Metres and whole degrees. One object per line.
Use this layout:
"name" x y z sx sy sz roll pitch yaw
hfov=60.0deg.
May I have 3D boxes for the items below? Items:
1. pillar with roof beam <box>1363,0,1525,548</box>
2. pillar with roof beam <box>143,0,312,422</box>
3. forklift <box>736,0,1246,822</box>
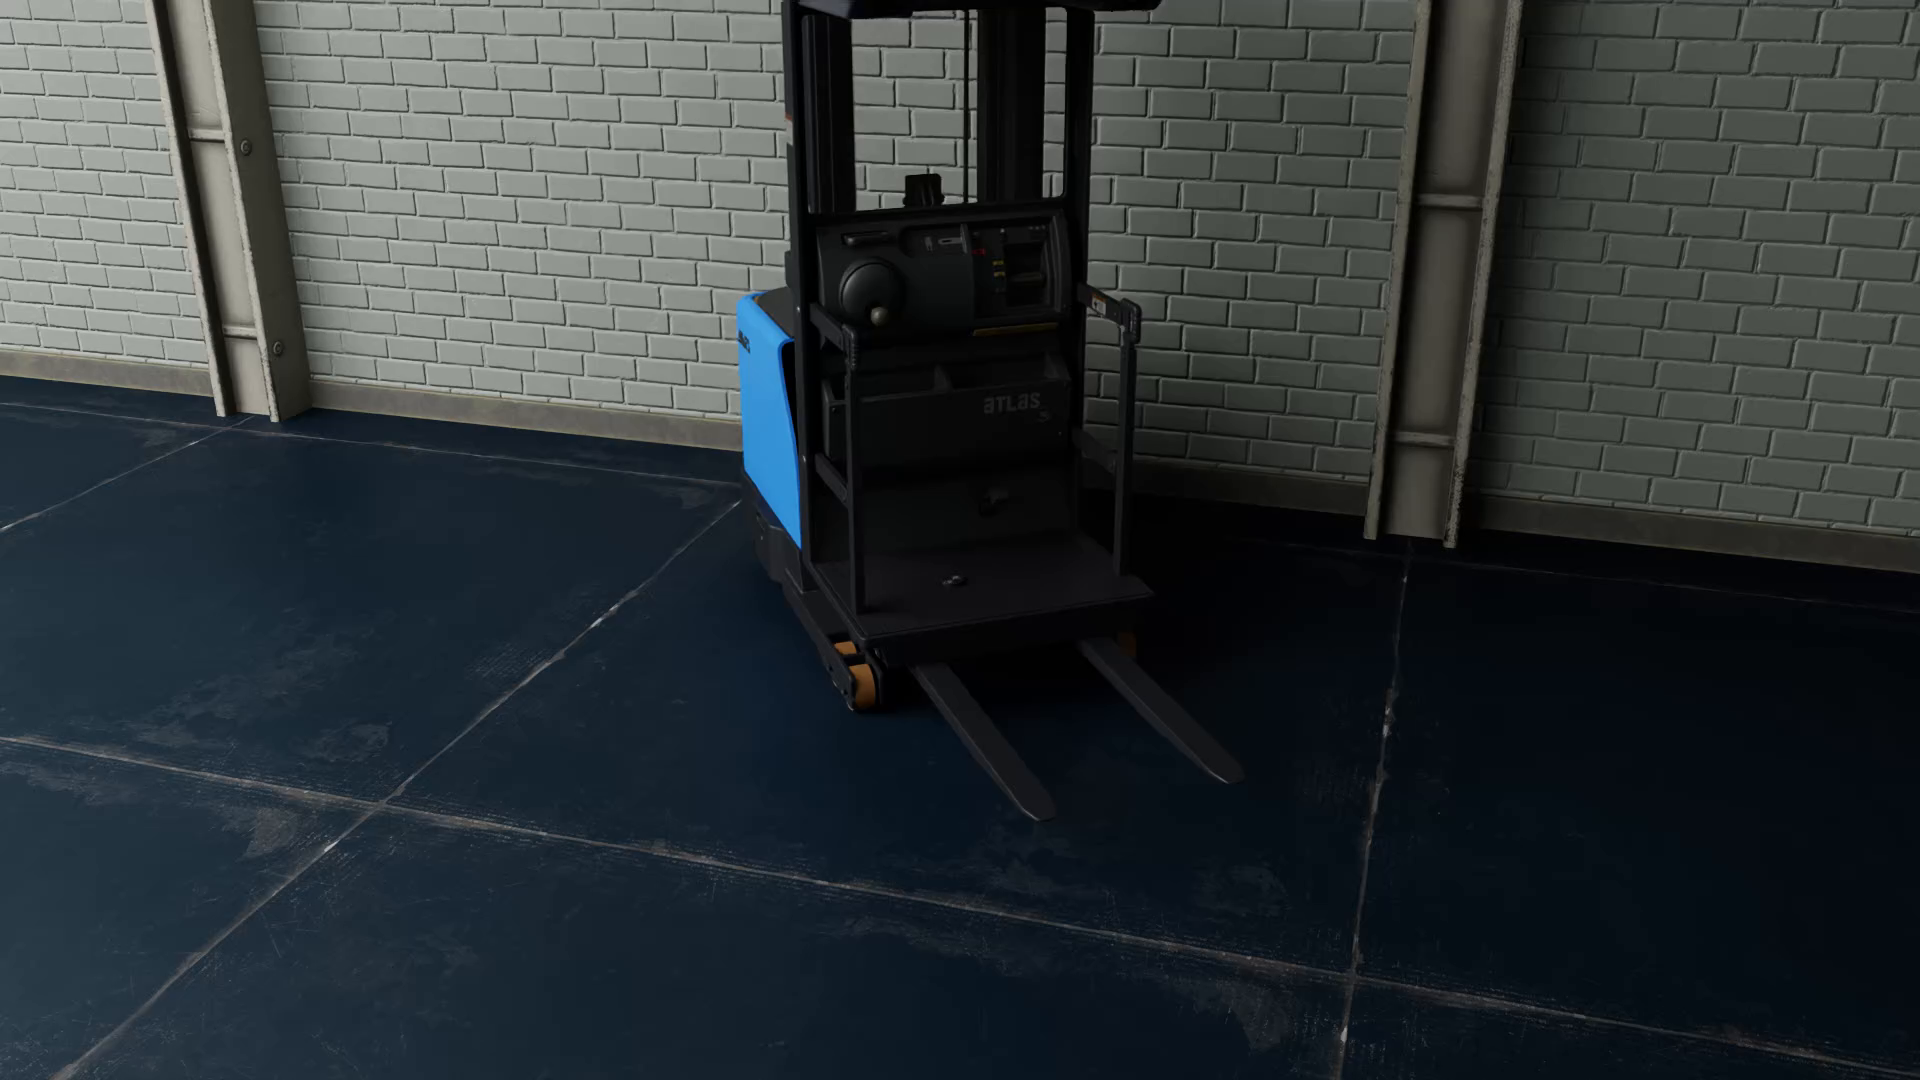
"pillar with roof beam" 0.758 -2.641 1.850 0.400 9.000 9.100 7 23 16
"pillar with roof beam" -4.986 -3.299 3.454 0.400 9.000 9.100 7 23 16
"forklift" 0.025 -0.934 5.684 1.130 2.935 3.031 -8 24 -18
